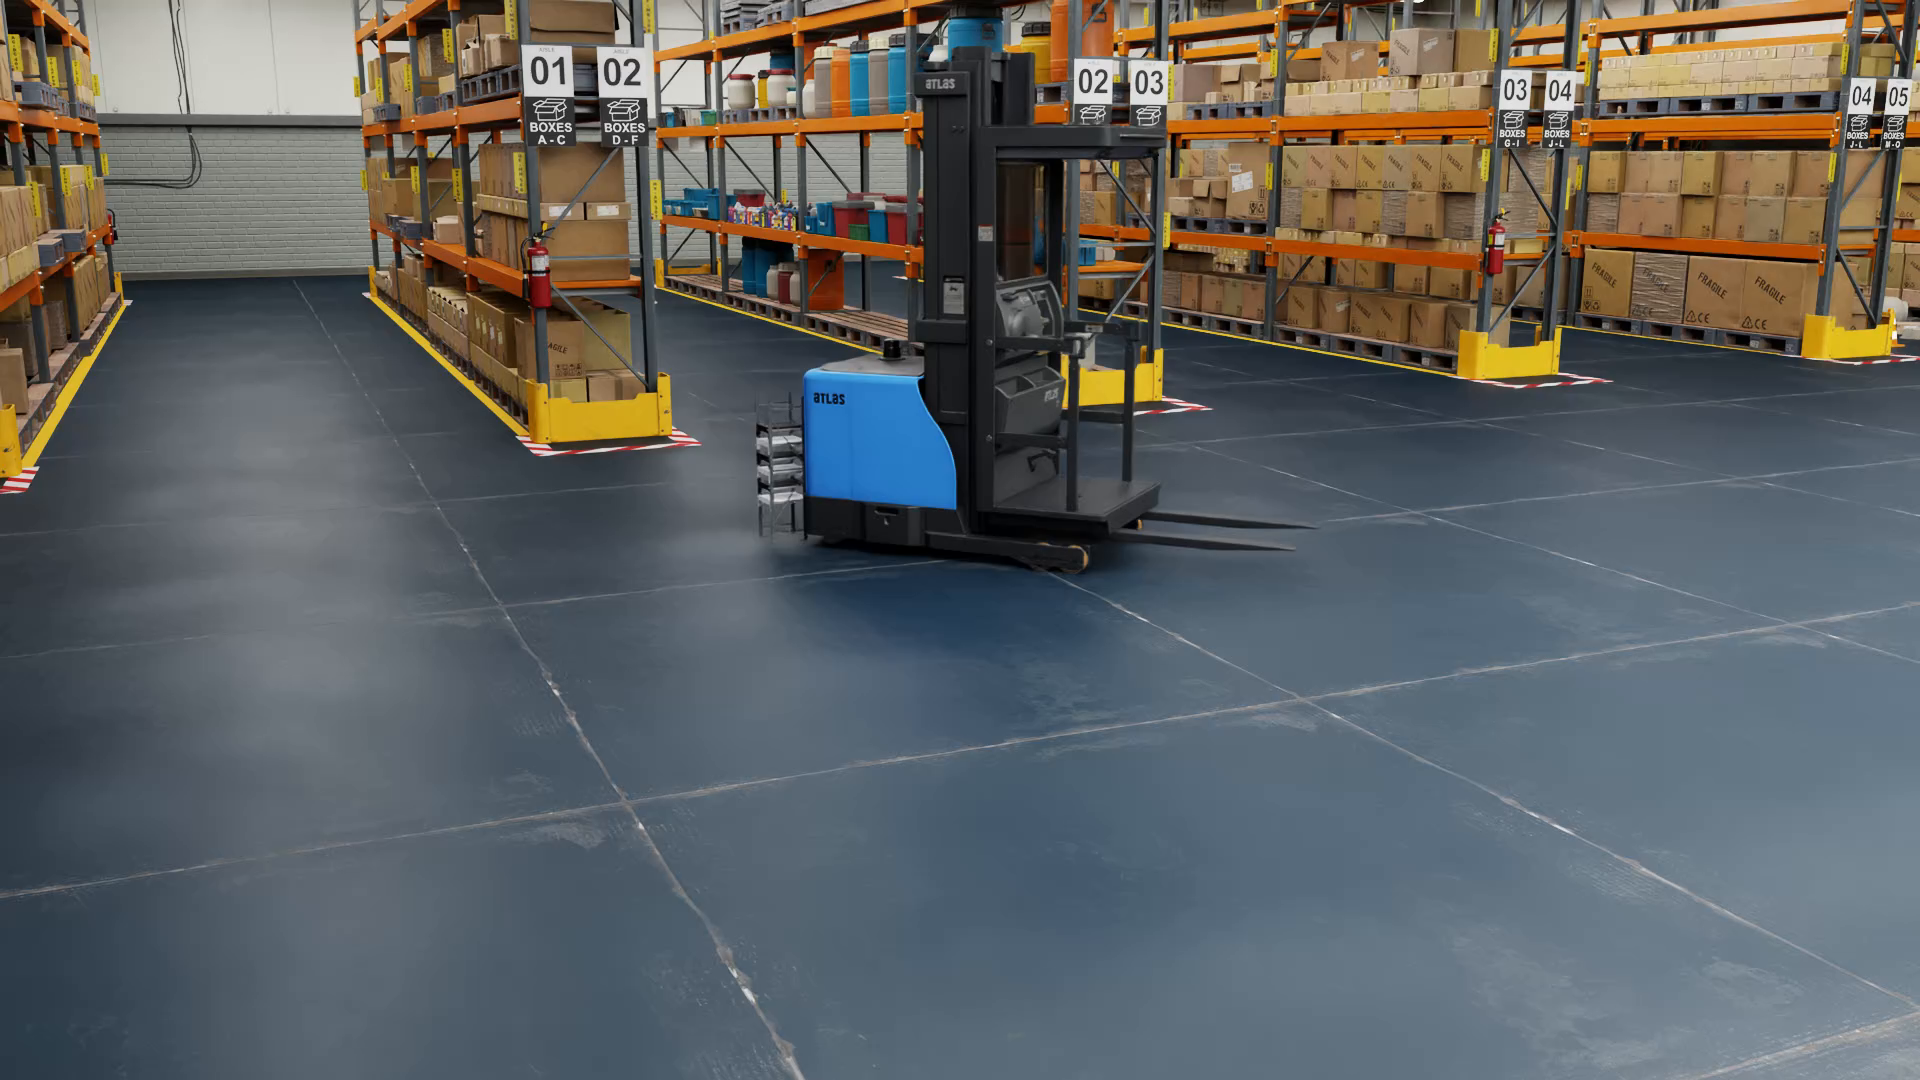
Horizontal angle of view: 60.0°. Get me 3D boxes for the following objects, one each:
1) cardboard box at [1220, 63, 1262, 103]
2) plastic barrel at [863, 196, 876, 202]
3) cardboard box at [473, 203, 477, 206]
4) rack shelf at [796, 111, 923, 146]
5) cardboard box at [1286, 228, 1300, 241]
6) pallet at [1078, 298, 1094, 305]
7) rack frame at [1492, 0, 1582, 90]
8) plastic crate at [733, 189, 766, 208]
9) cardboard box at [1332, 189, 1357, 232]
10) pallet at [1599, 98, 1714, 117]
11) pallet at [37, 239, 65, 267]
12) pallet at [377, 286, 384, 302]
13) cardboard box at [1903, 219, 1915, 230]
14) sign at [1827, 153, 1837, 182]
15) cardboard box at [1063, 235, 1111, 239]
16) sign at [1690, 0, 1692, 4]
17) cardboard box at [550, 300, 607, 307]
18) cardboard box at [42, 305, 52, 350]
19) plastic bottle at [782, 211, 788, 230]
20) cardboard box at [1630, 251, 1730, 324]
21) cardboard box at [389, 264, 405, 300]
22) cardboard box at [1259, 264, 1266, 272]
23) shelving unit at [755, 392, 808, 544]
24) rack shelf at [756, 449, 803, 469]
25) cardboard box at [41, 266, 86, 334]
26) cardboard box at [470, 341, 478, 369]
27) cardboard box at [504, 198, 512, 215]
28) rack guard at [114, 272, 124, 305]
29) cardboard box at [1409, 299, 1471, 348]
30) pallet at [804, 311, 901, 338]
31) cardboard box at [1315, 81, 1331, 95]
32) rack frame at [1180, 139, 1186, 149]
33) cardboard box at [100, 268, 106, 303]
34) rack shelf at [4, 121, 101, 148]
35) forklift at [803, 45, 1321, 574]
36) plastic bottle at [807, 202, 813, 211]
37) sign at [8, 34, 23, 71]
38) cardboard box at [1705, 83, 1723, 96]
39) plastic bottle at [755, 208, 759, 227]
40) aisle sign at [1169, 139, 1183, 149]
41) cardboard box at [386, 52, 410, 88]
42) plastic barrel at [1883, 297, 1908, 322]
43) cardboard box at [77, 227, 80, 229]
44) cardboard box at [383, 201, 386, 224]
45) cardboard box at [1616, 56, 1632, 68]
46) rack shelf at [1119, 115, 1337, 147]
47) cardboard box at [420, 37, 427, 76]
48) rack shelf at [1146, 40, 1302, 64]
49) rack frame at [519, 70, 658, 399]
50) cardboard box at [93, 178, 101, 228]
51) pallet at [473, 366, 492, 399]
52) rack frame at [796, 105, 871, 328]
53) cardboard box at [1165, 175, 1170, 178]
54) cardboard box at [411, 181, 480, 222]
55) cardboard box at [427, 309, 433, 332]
[{"bbox_3d":[3.930,-6.090,22.217,0.797,0.503,0.637,-5,14,-21],"label":"cardboard box"},{"bbox_3d":[-1.127,-4.313,22.105,0.421,0.512,0.421,0,13,0],"label":"plastic barrel"},{"bbox_3d":[-5.377,-3.600,19.051,0.500,0.500,0.500,-6,14,-23],"label":"cardboard box"},{"bbox_3d":[-0.934,-5.150,20.910,1.077,0.370,4.000,-6,14,-23],"label":"rack shelf"},{"bbox_3d":[4.304,-3.826,20.806,0.380,0.149,0.250,-6,14,-23],"label":"cardboard box"},{"bbox_3d":[2.072,-3.962,27.021,1.003,0.211,1.213,-6,14,-23],"label":"pallet"},{"bbox_3d":[6.008,-6.169,17.068,1.000,3.000,0.127,-6,14,-23],"label":"rack frame"},{"bbox_3d":[-3.465,-5.546,27.405,0.402,0.464,0.583,-6,14,-23],"label":"plastic crate"},{"bbox_3d":[4.990,-3.967,19.977,0.875,0.500,0.500,-6,14,-23],"label":"cardboard box"},{"bbox_3d":[9.309,-5.748,22.098,1.003,0.211,1.213,-6,14,-23],"label":"pallet"},{"bbox_3d":[-9.383,-2.808,16.277,1.003,0.211,1.213,-6,14,-23],"label":"pallet"},{"bbox_3d":[-9.129,-4.119,27.700,1.003,0.211,1.213,-6,14,-23],"label":"pallet"},{"bbox_3d":[13.804,-4.545,23.914,0.380,0.149,0.250,-6,14,-23],"label":"cardboard box"},{"bbox_3d":[10.090,-4.307,19.233,0.100,0.325,0.005,-6,14,-23],"label":"sign"},{"bbox_3d":[2.196,-4.398,26.501,1.225,0.875,0.875,-6,14,-23],"label":"cardboard box"},{"bbox_3d":[12.377,-9.262,28.183,0.100,0.325,0.005,-6,14,-23],"label":"sign"},{"bbox_3d":[-3.680,-2.024,15.966,0.500,0.500,0.500,-6,14,-23],"label":"cardboard box"},{"bbox_3d":[-10.376,-2.293,18.191,0.700,0.500,0.500,-6,14,-23],"label":"cardboard box"},{"bbox_3d":[-2.488,-4.548,23.652,0.097,0.271,0.097,0,13,0],"label":"plastic bottle"},{"bbox_3d":[9.543,-3.347,21.961,0.875,0.875,0.875,-6,14,-23],"label":"cardboard box"},{"bbox_3d":[-8.366,-3.920,25.224,0.500,0.500,0.500,-6,14,-23],"label":"cardboard box"},{"bbox_3d":[5.828,-5.128,31.264,0.380,0.149,0.250,-5,14,-21],"label":"cardboard box"},{"bbox_3d":[-1.107,-0.450,10.316,0.258,0.900,0.210,-7,15,-28],"label":"shelving unit"},{"bbox_3d":[-1.107,-0.505,10.304,0.258,0.077,0.200,-7,15,-28],"label":"rack shelf"},{"bbox_3d":[-10.987,-2.878,19.989,0.750,0.750,0.750,-6,14,-24],"label":"cardboard box"},{"bbox_3d":[-4.765,-1.921,17.183,0.500,0.250,0.500,-6,14,-23],"label":"cardboard box"},{"bbox_3d":[-4.021,-3.099,15.448,0.380,0.149,0.250,-6,14,-24],"label":"cardboard box"},{"bbox_3d":[-14.027,-3.997,26.531,1.175,0.500,0.348,-6,14,-23],"label":"rack guard"},{"bbox_3d":[5.502,-2.484,19.063,0.500,0.500,0.500,-2,13,-8],"label":"cardboard box"},{"bbox_3d":[-1.460,-2.930,22.561,1.003,0.211,1.213,-6,14,-23],"label":"pallet"},{"bbox_3d":[4.512,-5.453,20.076,0.380,0.149,0.250,-6,14,-23],"label":"cardboard box"},{"bbox_3d":[4.184,-6.979,33.873,1.000,3.000,0.127,-6,14,-23],"label":"rack frame"},{"bbox_3d":[-13.022,-3.744,24.508,0.700,0.500,0.500,-5,14,-22],"label":"cardboard box"},{"bbox_3d":[-13.216,-5.908,24.186,1.077,0.370,4.000,-6,14,-23],"label":"rack shelf"},{"bbox_3d":[0.598,-1.367,9.775,3.031,2.935,1.130,6,14,24],"label":"forklift"},{"bbox_3d":[-2.228,-4.866,24.853,0.144,0.351,0.185,-6,14,-23],"label":"plastic bottle"},{"bbox_3d":[-8.716,-4.495,15.338,0.100,0.325,0.005,-6,14,-23],"label":"sign"},{"bbox_3d":[9.539,-5.619,20.748,0.380,0.149,0.250,-5,14,-22],"label":"cardboard box"},{"bbox_3d":[-3.016,-4.820,24.828,0.097,0.271,0.097,0,13,0],"label":"plastic bottle"},{"bbox_3d":[4.429,-8.288,33.762,0.394,0.787,0.004,-6,14,-23],"label":"aisle sign"},{"bbox_3d":[-8.107,-6.926,24.551,0.700,0.500,0.500,-6,14,-23],"label":"cardboard box"},{"bbox_3d":[12.873,-3.176,23.155,0.512,0.421,0.421,4,14,16],"label":"plastic barrel"},{"bbox_3d":[-11.638,-4.013,21.570,0.380,0.149,0.250,-6,14,-23],"label":"cardboard box"},{"bbox_3d":[-8.520,-5.067,25.388,0.500,0.500,0.500,-5,14,-21],"label":"cardboard box"},{"bbox_3d":[8.928,-6.322,22.017,0.380,0.149,0.250,-6,14,-23],"label":"cardboard box"},{"bbox_3d":[3.604,-5.597,22.843,1.077,0.370,4.000,-6,14,-23],"label":"rack shelf"},{"bbox_3d":[-6.648,-6.199,21.408,0.500,0.500,0.500,-6,14,-23],"label":"cardboard box"},{"bbox_3d":[4.985,-9.137,31.492,1.077,0.370,4.000,-6,14,-23],"label":"rack shelf"},{"bbox_3d":[-3.070,-2.352,13.882,1.000,3.000,0.127,-6,14,-23],"label":"rack frame"},{"bbox_3d":[-13.205,-4.944,24.413,0.980,0.700,0.700,-6,14,-26],"label":"cardboard box"},{"bbox_3d":[-4.393,-1.652,17.041,1.003,0.211,1.213,-6,14,-23],"label":"pallet"},{"bbox_3d":[-1.735,-4.452,22.953,1.000,3.000,0.127,-6,14,-23],"label":"rack frame"},{"bbox_3d":[4.348,-6.947,32.851,0.500,0.500,0.500,-6,14,-23],"label":"cardboard box"},{"bbox_3d":[-6.631,-4.379,21.483,0.700,0.500,0.500,-12,18,-42],"label":"cardboard box"},{"bbox_3d":[-6.334,-2.736,20.704,0.500,0.250,0.500,-6,14,-23],"label":"cardboard box"}]
